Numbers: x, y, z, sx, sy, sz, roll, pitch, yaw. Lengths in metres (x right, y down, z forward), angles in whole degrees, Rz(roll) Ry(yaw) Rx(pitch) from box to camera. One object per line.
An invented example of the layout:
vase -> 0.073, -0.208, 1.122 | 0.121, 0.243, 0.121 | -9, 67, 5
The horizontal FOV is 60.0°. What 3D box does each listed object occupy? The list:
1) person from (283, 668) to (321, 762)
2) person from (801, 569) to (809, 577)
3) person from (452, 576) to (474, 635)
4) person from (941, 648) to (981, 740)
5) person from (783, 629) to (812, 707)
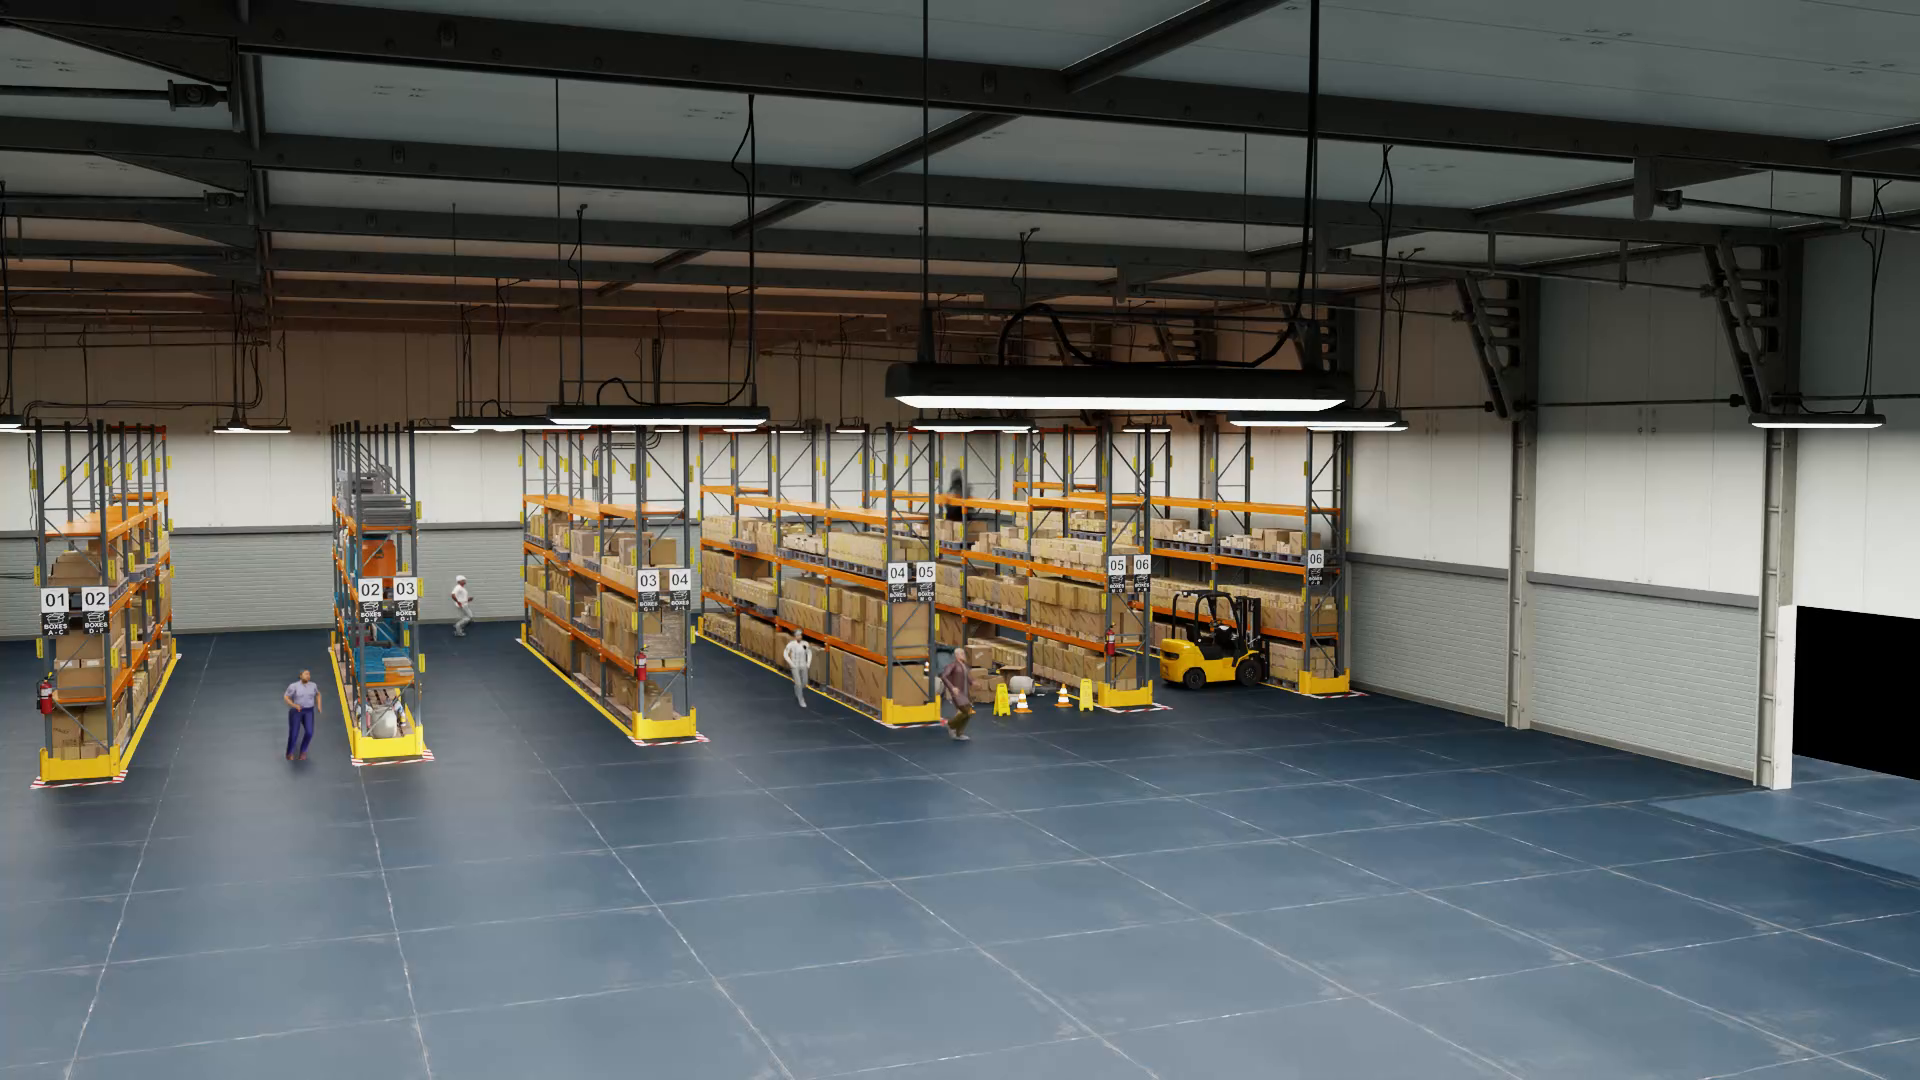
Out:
person -> -11.575, 3.089, 29.347 | 0.675, 1.641, 0.589 | -3, 4, -37
person -> -4.764, 1.674, 50.636 | 0.629, 1.748, 0.646 | -1, 4, -23
person -> -14.221, 1.877, 47.643 | 0.597, 1.721, 0.690 | -1, 4, -12
person -> 0.033, 2.899, 31.270 | 0.634, 1.736, 0.727 | 2, 4, 31
person -> -3.453, 2.695, 35.399 | 0.639, 1.662, 0.546 | -1, 4, -20
